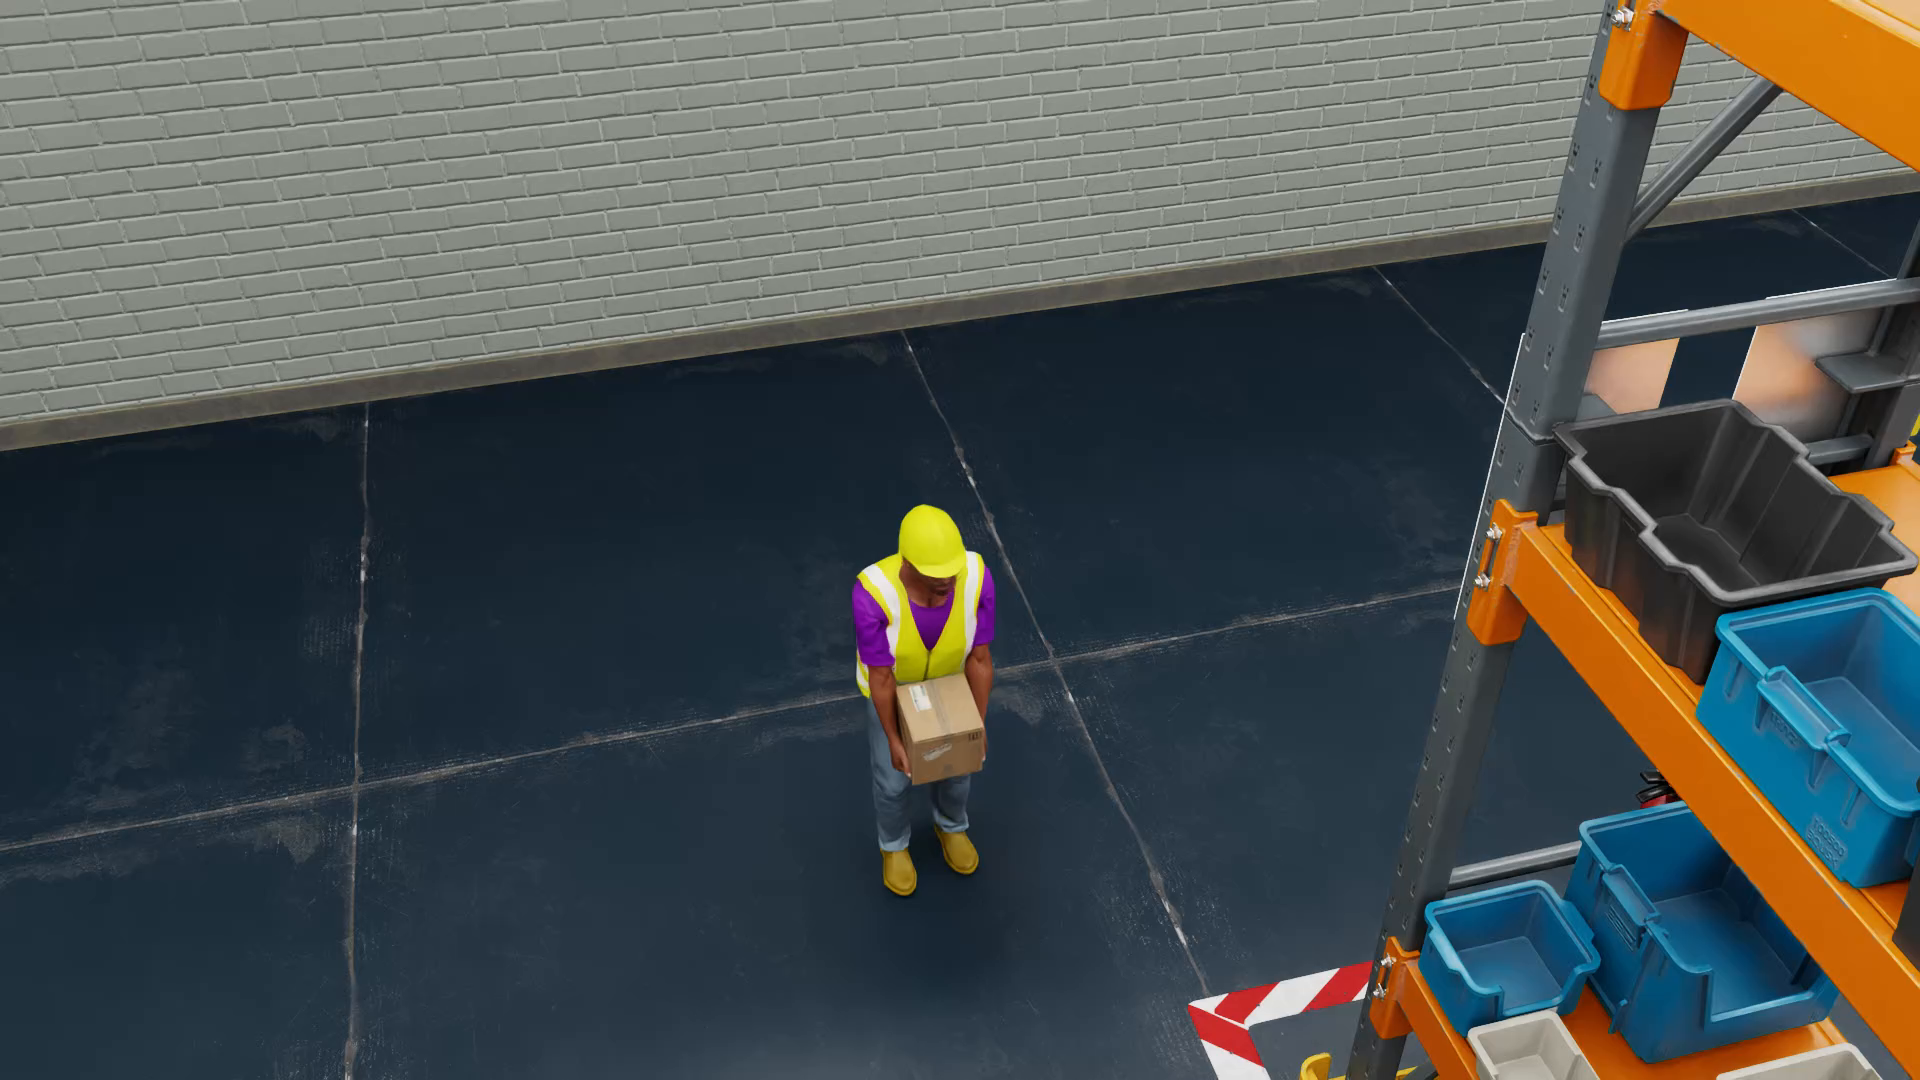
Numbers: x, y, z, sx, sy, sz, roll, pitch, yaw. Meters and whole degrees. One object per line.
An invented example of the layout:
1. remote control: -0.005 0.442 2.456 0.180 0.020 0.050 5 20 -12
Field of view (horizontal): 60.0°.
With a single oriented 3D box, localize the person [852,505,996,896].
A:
1. person: -0.110 0.586 5.961 0.503 1.744 0.589 -10 39 -13
